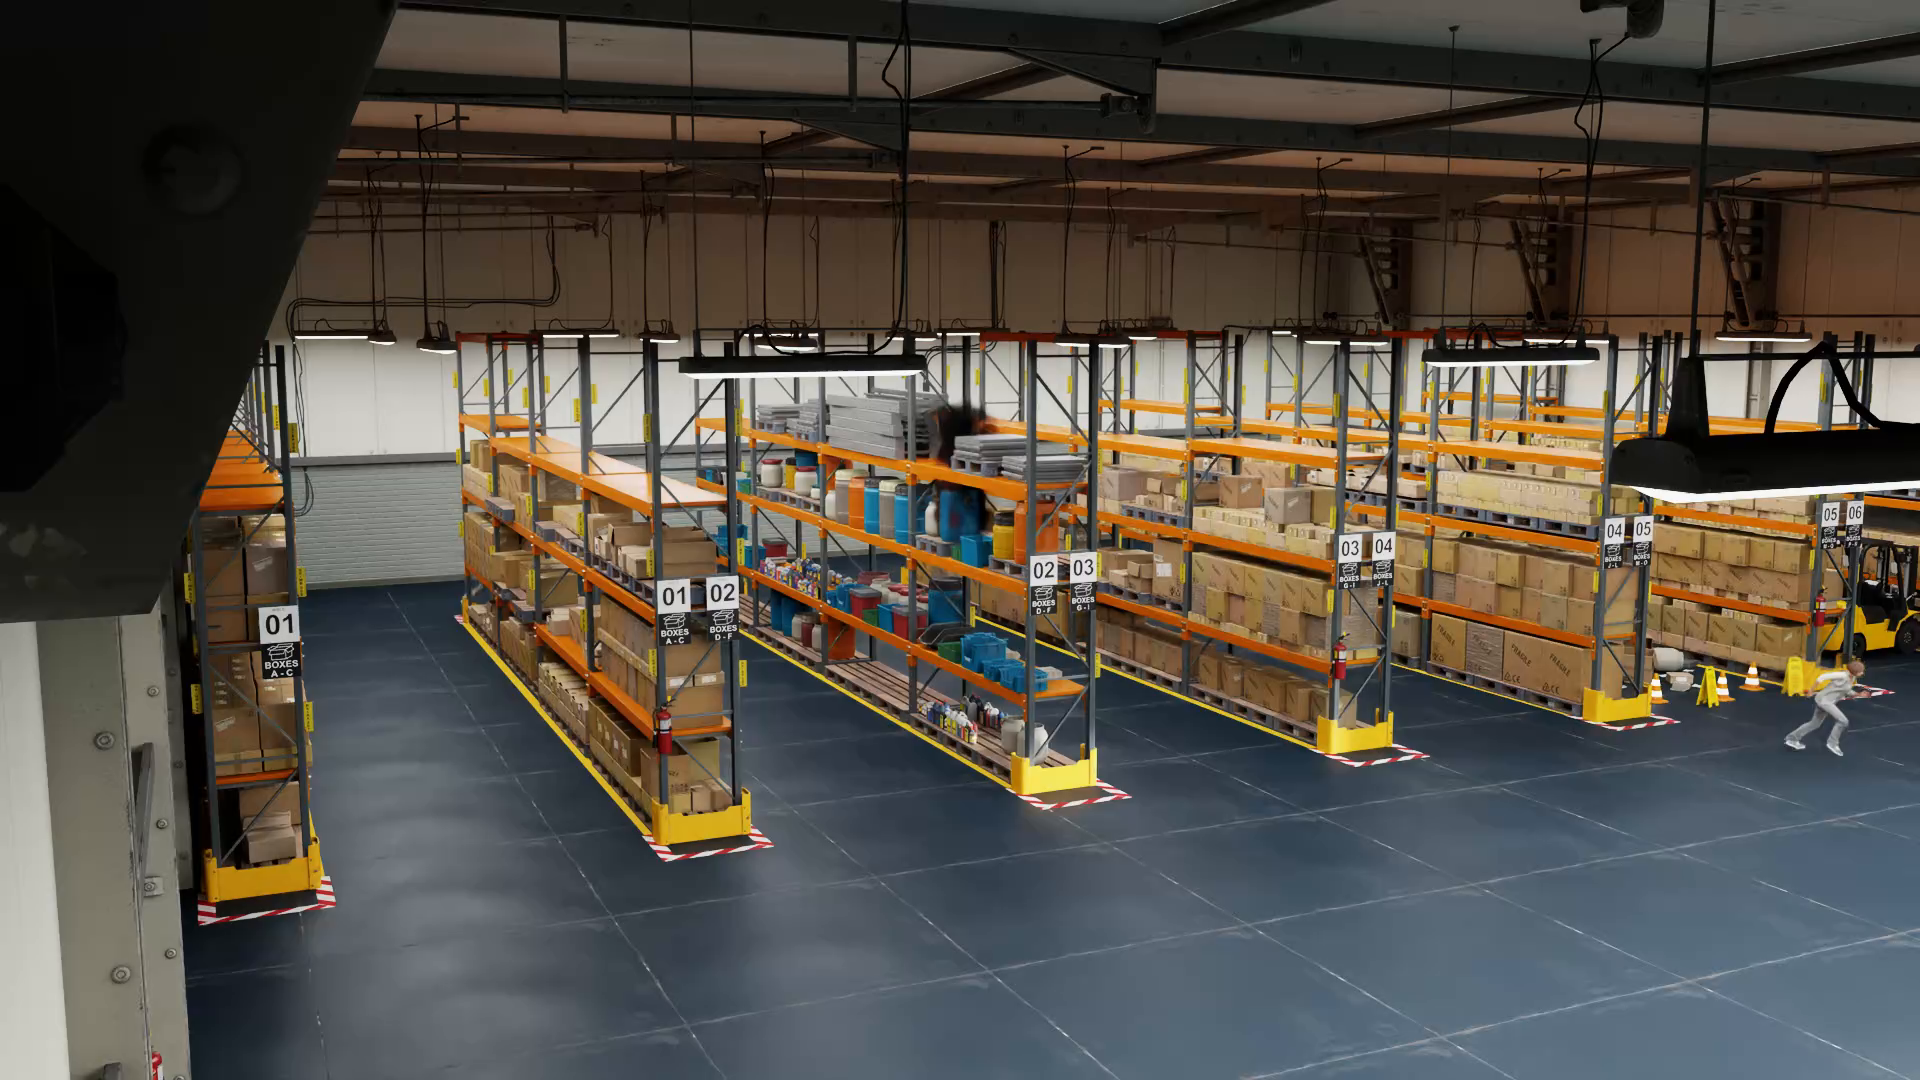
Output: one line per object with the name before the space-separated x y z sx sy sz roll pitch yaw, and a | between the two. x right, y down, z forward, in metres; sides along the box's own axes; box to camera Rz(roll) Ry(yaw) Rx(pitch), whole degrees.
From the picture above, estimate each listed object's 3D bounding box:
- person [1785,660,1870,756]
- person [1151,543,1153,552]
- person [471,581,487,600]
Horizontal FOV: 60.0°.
person | 12.551 2.398 24.035 1.034 1.381 0.549 6 10 38
person | 5.264 -0.364 43.461 0.822 1.719 0.611 -7 11 -43
person | -10.143 0.639 35.590 1.048 1.745 0.712 -3 8 -24
